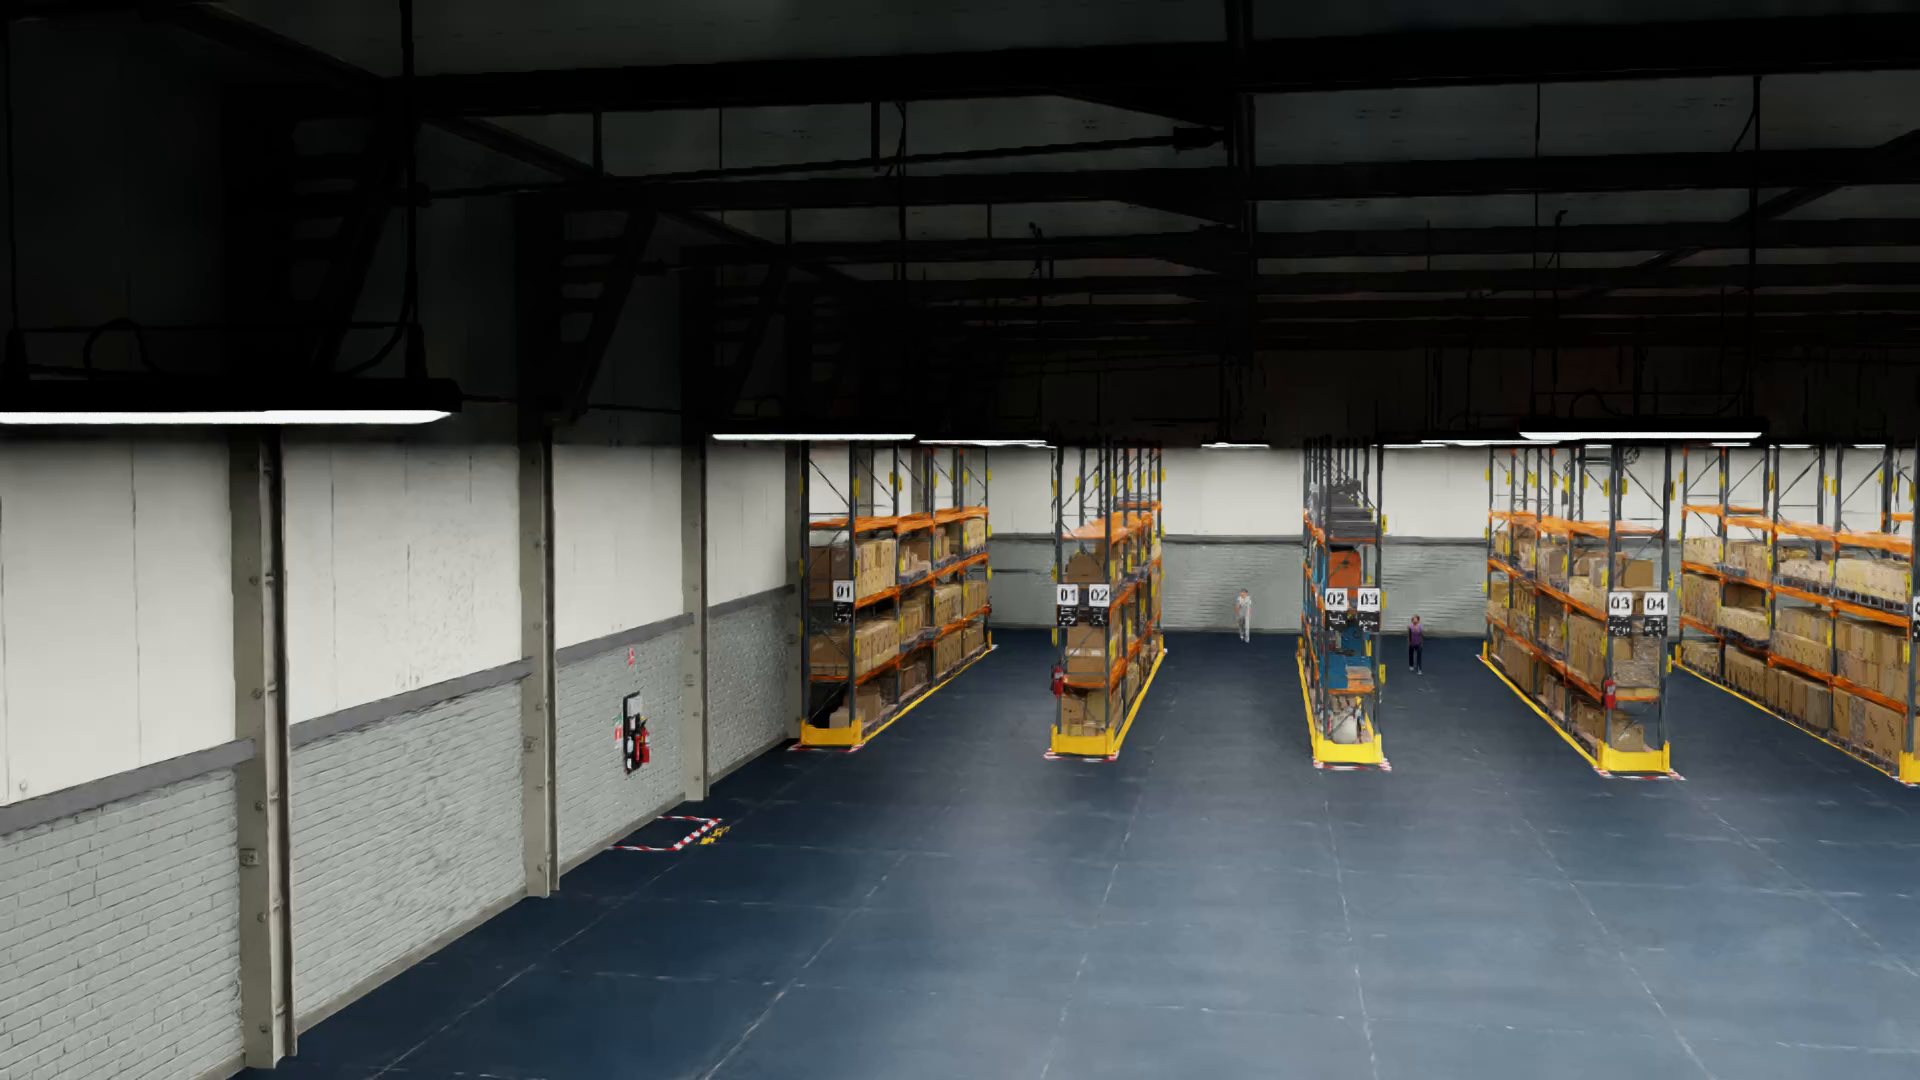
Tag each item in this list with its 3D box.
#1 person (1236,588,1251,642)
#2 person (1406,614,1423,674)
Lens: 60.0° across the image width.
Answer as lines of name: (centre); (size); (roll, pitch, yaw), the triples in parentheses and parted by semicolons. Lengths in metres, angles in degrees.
person: (8.480, 2.221, 49.776); (0.446, 1.590, 1.110); (1, 3, 12)
person: (11.658, 2.644, 42.654); (0.417, 1.517, 1.037); (1, 3, 13)
